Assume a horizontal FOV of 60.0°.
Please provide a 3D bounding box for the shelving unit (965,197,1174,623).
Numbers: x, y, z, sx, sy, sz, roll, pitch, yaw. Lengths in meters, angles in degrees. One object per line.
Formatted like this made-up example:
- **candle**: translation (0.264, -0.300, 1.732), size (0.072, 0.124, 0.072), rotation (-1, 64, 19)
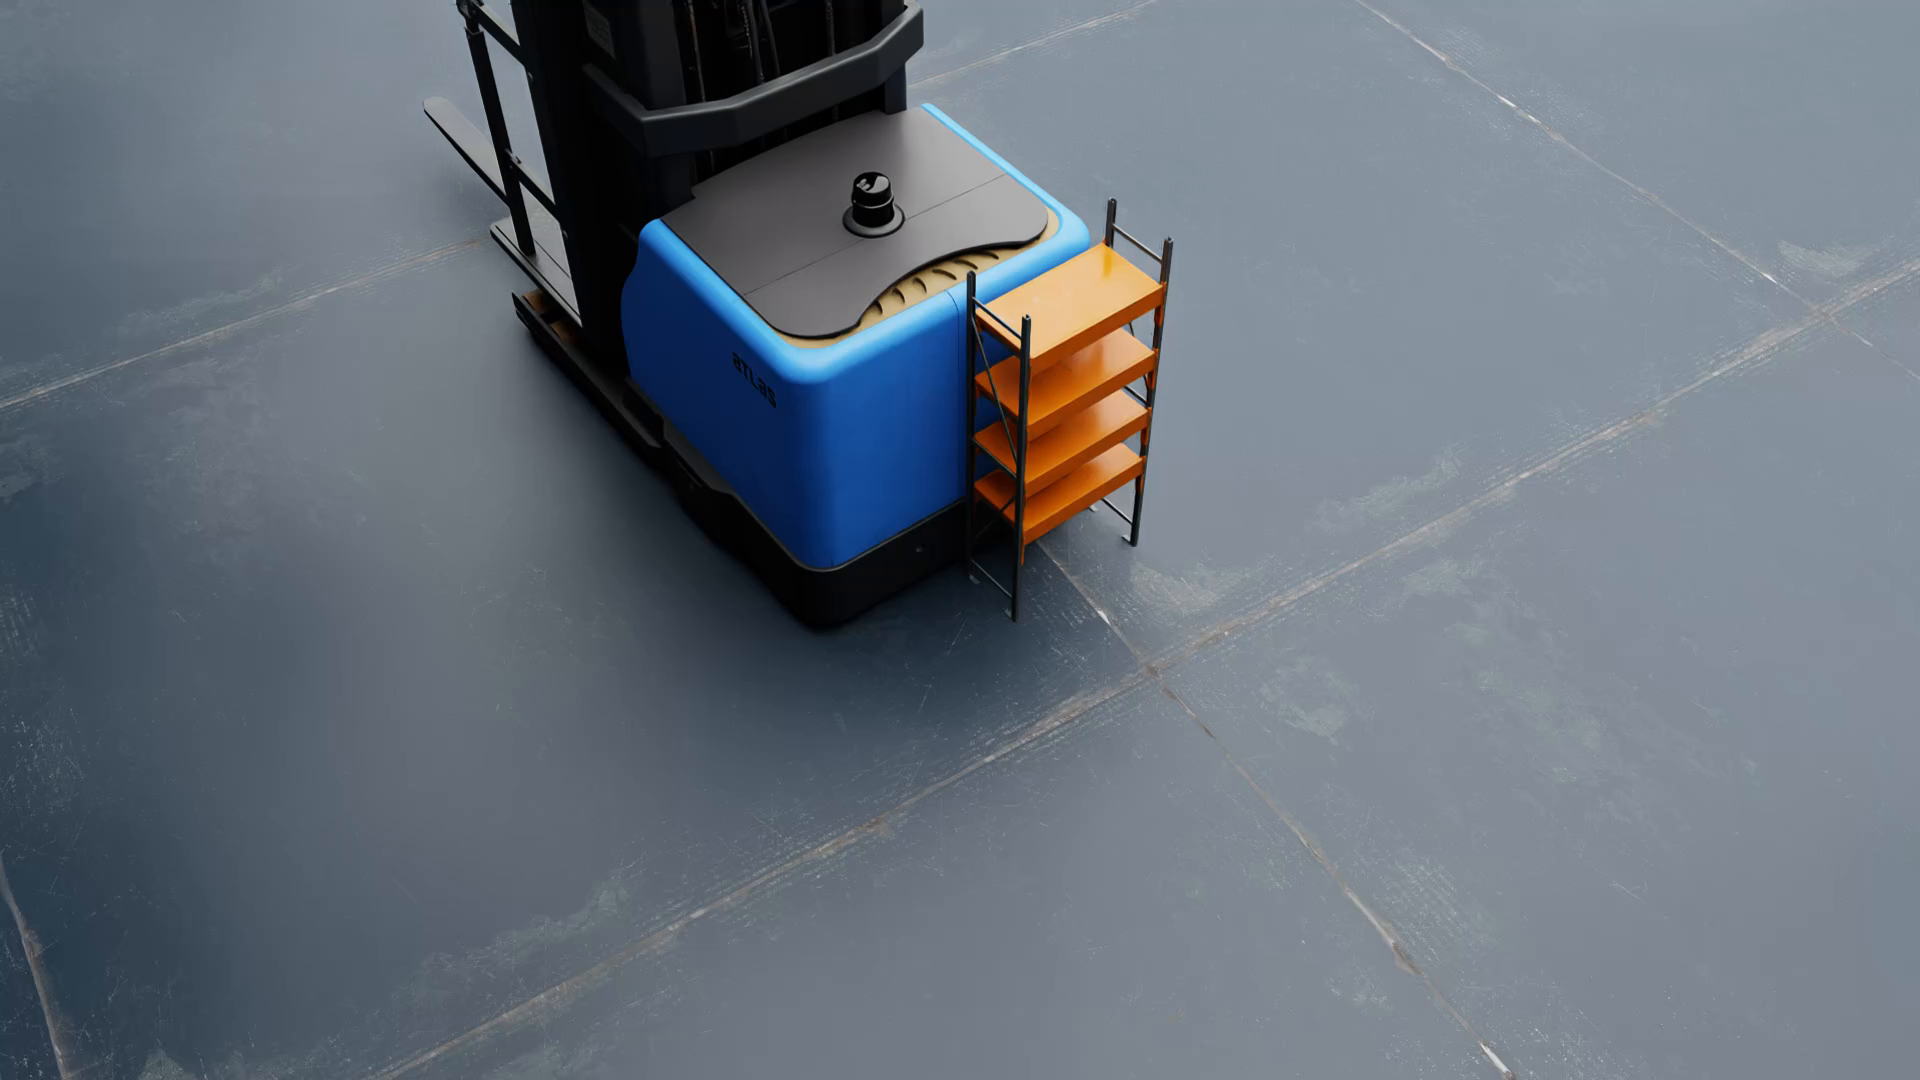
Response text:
- **shelving unit**: translation (0.288, -0.336, 4.745), size (0.503, 1.200, 0.258), rotation (-31, 55, -25)

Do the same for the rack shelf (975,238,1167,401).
- **rack shelf**: translation (0.288, -0.597, 4.452), size (0.480, 0.148, 0.258), rotation (-31, 55, -25)

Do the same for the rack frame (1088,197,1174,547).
- **rack frame**: translation (0.478, -0.450, 4.847), size (0.015, 1.200, 0.240), rotation (-31, 55, -25)

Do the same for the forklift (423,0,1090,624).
- **forklift**: translation (-0.912, -1.783, 4.875), size (1.130, 2.935, 3.031), rotation (-30, 55, -24)

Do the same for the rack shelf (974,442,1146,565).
- **rack shelf**: translation (0.288, -0.159, 4.944), size (0.480, 0.148, 0.258), rotation (-31, 55, -25)

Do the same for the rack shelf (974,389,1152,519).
- **rack shelf**: translation (0.288, -0.291, 4.796), size (0.480, 0.148, 0.258), rotation (-31, 55, -25)

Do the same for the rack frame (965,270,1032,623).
- **rack frame**: translation (0.097, -0.221, 4.644), size (0.015, 1.200, 0.240), rotation (-31, 55, -25)

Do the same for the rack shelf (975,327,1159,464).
- **rack shelf**: translation (0.288, -0.440, 4.629), size (0.480, 0.148, 0.258), rotation (-31, 55, -25)
